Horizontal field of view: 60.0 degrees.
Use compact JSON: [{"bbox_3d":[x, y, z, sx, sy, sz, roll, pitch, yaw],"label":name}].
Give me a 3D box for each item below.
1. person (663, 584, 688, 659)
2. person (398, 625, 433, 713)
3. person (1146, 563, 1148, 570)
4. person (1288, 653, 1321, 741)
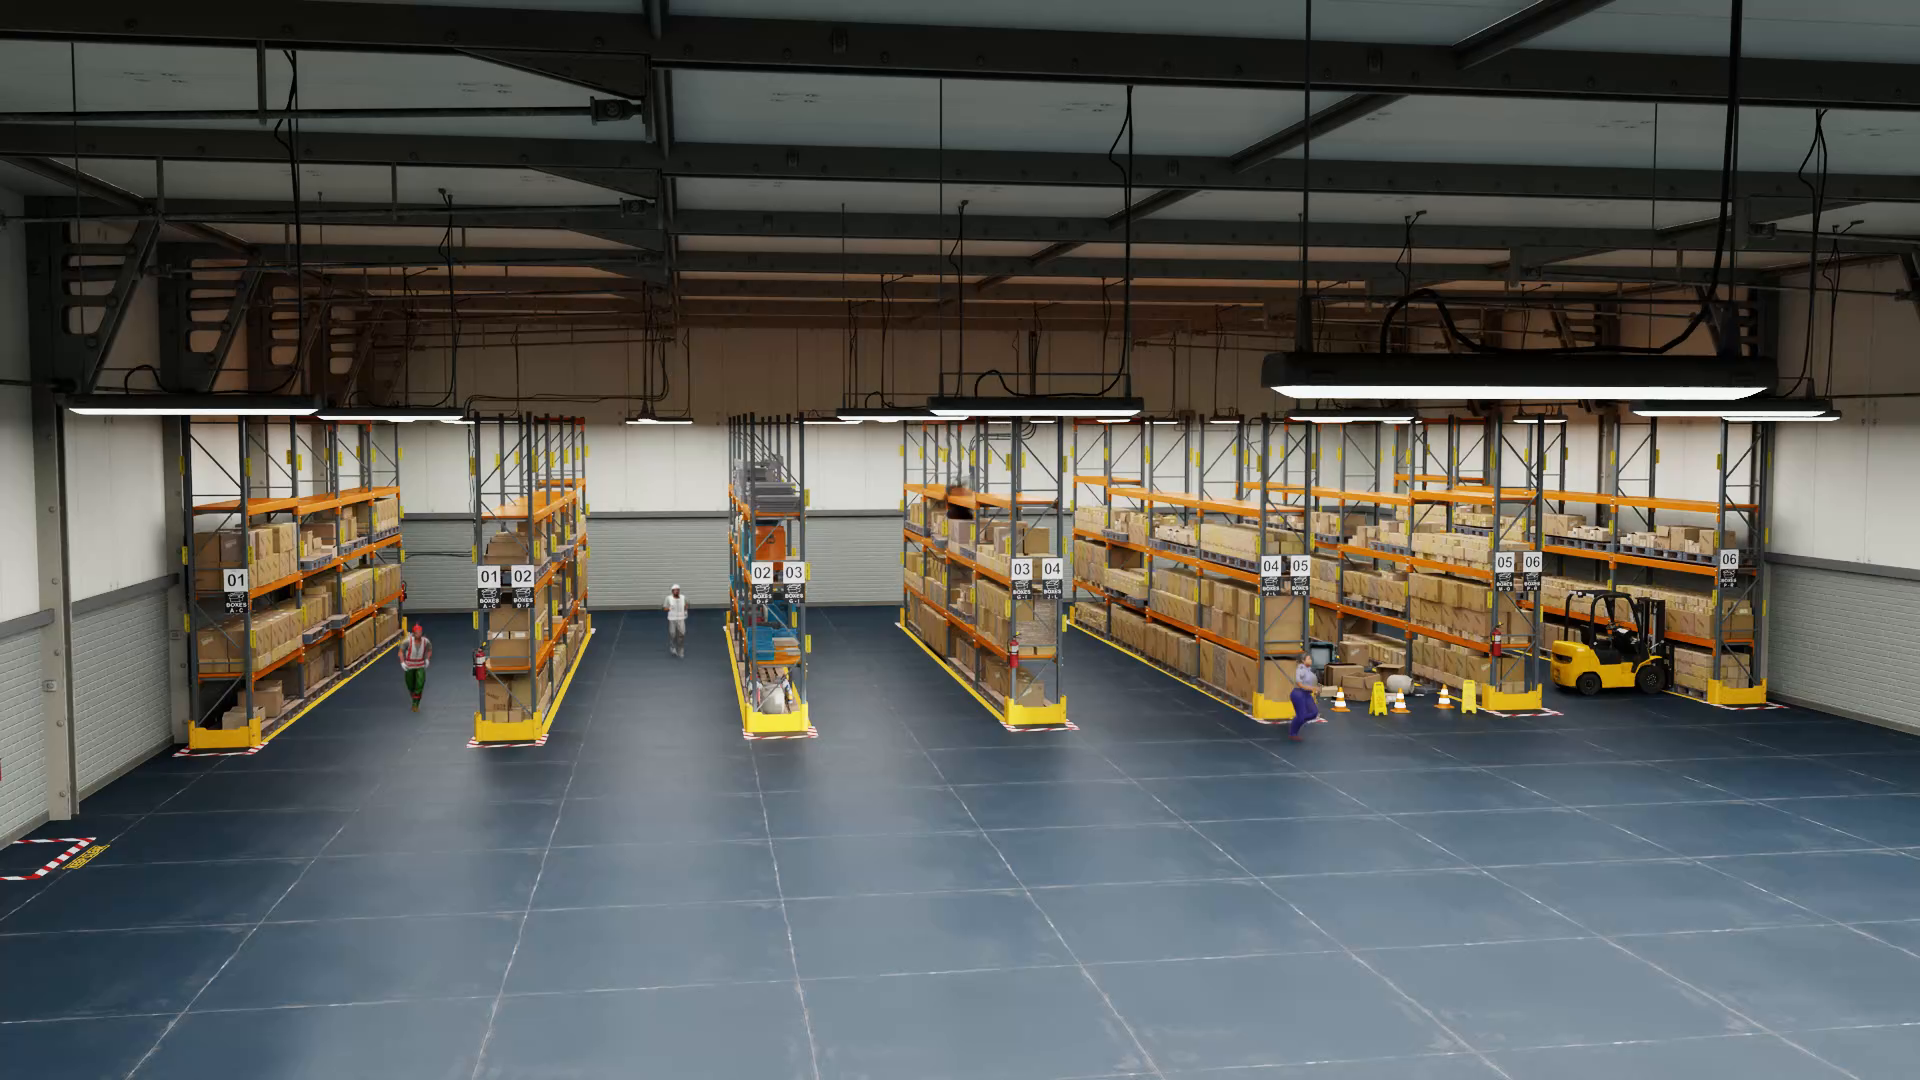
[{"bbox_3d":[-7.035,2.022,41.298,0.654,1.835,0.735,-1,4,-17],"label":"person"},{"bbox_3d":[-11.009,2.583,33.637,0.658,1.759,0.895,-2,4,-23],"label":"person"},{"bbox_3d":[5.671,1.490,50.216,0.895,1.700,0.588,0,4,-4],"label":"person"},{"bbox_3d":[6.290,2.857,30.318,0.601,1.611,0.585,3,5,35],"label":"person"}]
